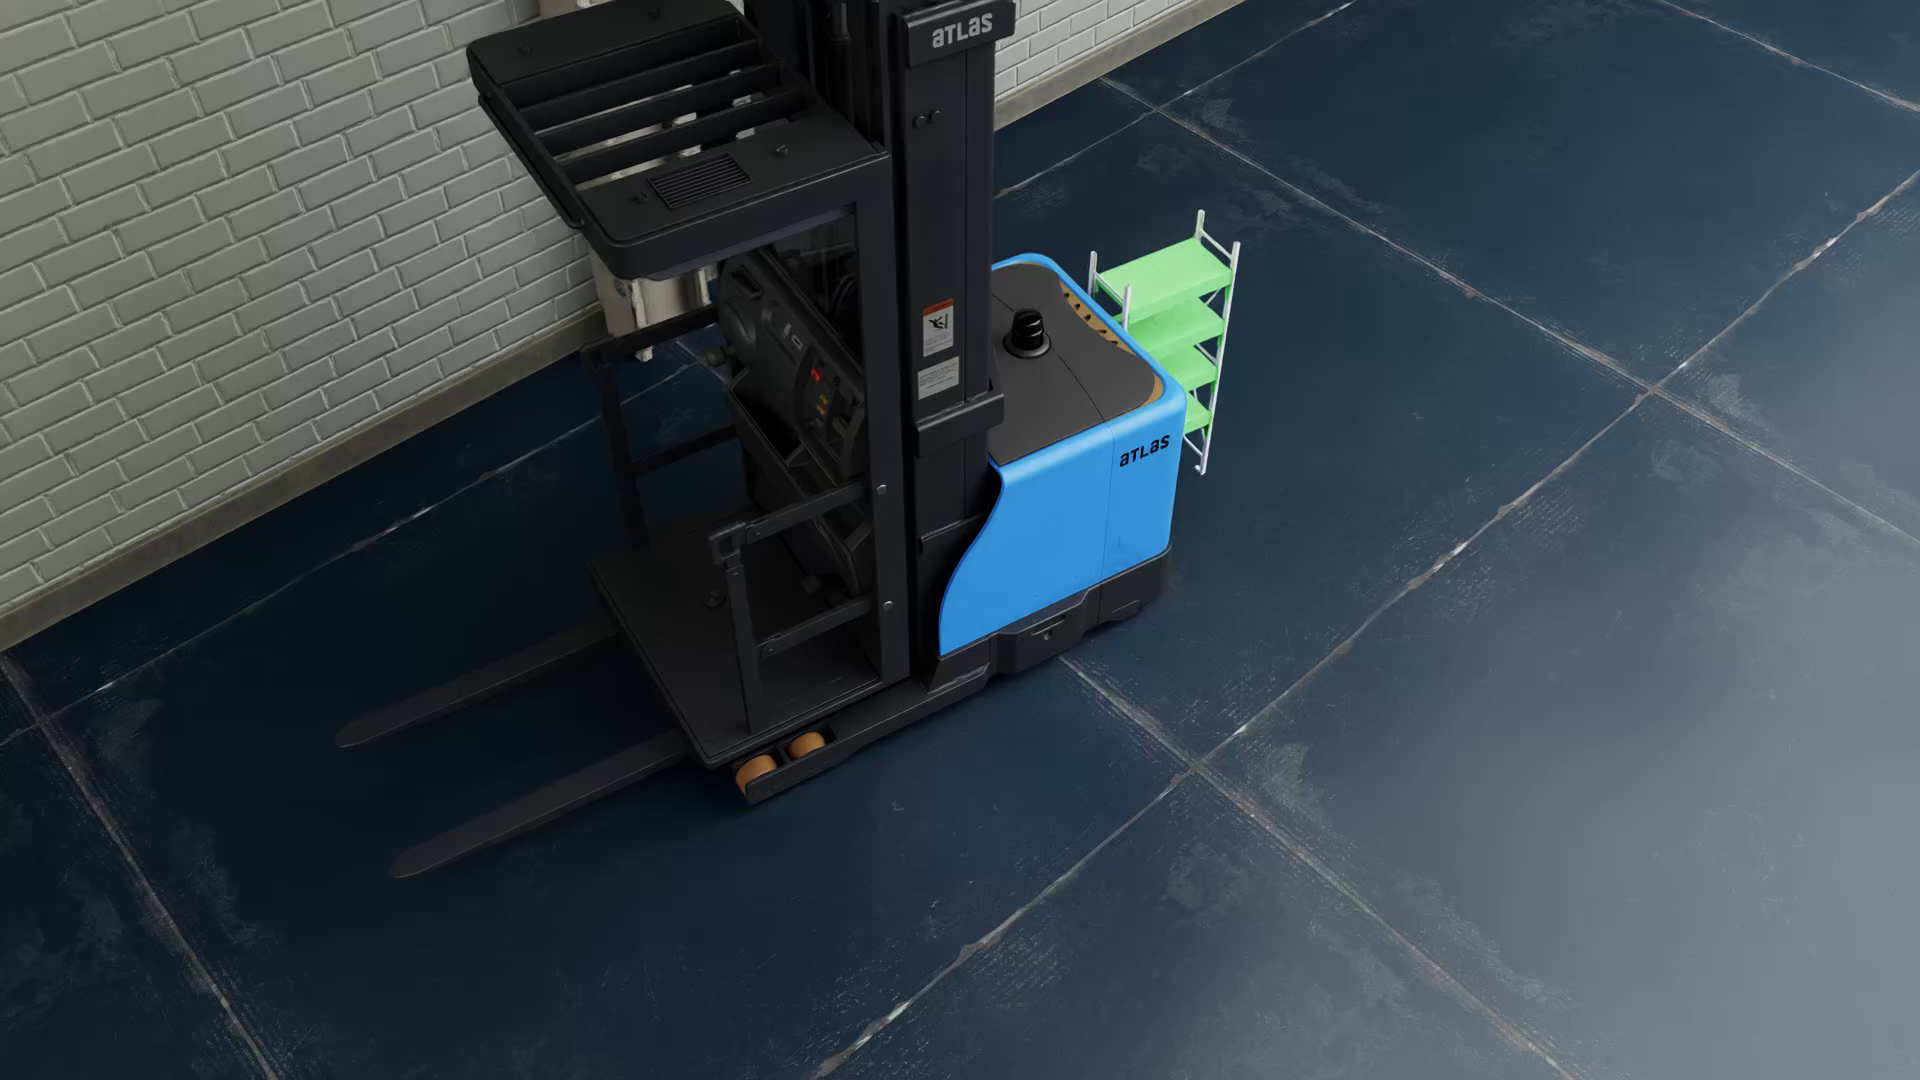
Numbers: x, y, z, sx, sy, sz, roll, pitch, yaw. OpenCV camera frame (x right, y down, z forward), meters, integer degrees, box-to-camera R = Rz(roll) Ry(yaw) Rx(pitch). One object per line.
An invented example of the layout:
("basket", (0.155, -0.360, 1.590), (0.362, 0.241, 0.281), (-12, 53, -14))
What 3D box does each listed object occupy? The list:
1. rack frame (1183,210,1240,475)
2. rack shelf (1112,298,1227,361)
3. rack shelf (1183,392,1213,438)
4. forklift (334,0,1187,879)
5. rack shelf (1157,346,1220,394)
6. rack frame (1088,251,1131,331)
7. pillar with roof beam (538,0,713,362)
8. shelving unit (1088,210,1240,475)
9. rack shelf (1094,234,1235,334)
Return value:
("rack frame", (0.965, -0.760, 6.635), (0.015, 1.200, 0.240), (-24, 52, -20))
("rack shelf", (0.755, -0.787, 6.420), (0.480, 0.148, 0.258), (-24, 52, -20))
("rack shelf", (0.755, -0.461, 6.773), (0.480, 0.148, 0.258), (-24, 52, -20))
("forklift", (-0.720, -0.519, 5.234), (3.031, 2.935, 1.130), (-24, 52, -20))
("rack shelf", (0.755, -0.624, 6.596), (0.480, 0.148, 0.258), (-24, 52, -20))
("rack frame", (0.546, -0.575, 6.464), (0.015, 1.200, 0.240), (-24, 52, -20))
("pillar with roof beam", (1.512, -1.691, 2.188), (0.400, 9.000, 9.100), (-34, 56, -27))
("shelving unit", (0.755, -0.667, 6.549), (0.503, 1.200, 0.258), (-24, 52, -20))
("rack shelf", (0.755, -0.950, 6.244), (0.480, 0.148, 0.258), (-24, 52, -20))
